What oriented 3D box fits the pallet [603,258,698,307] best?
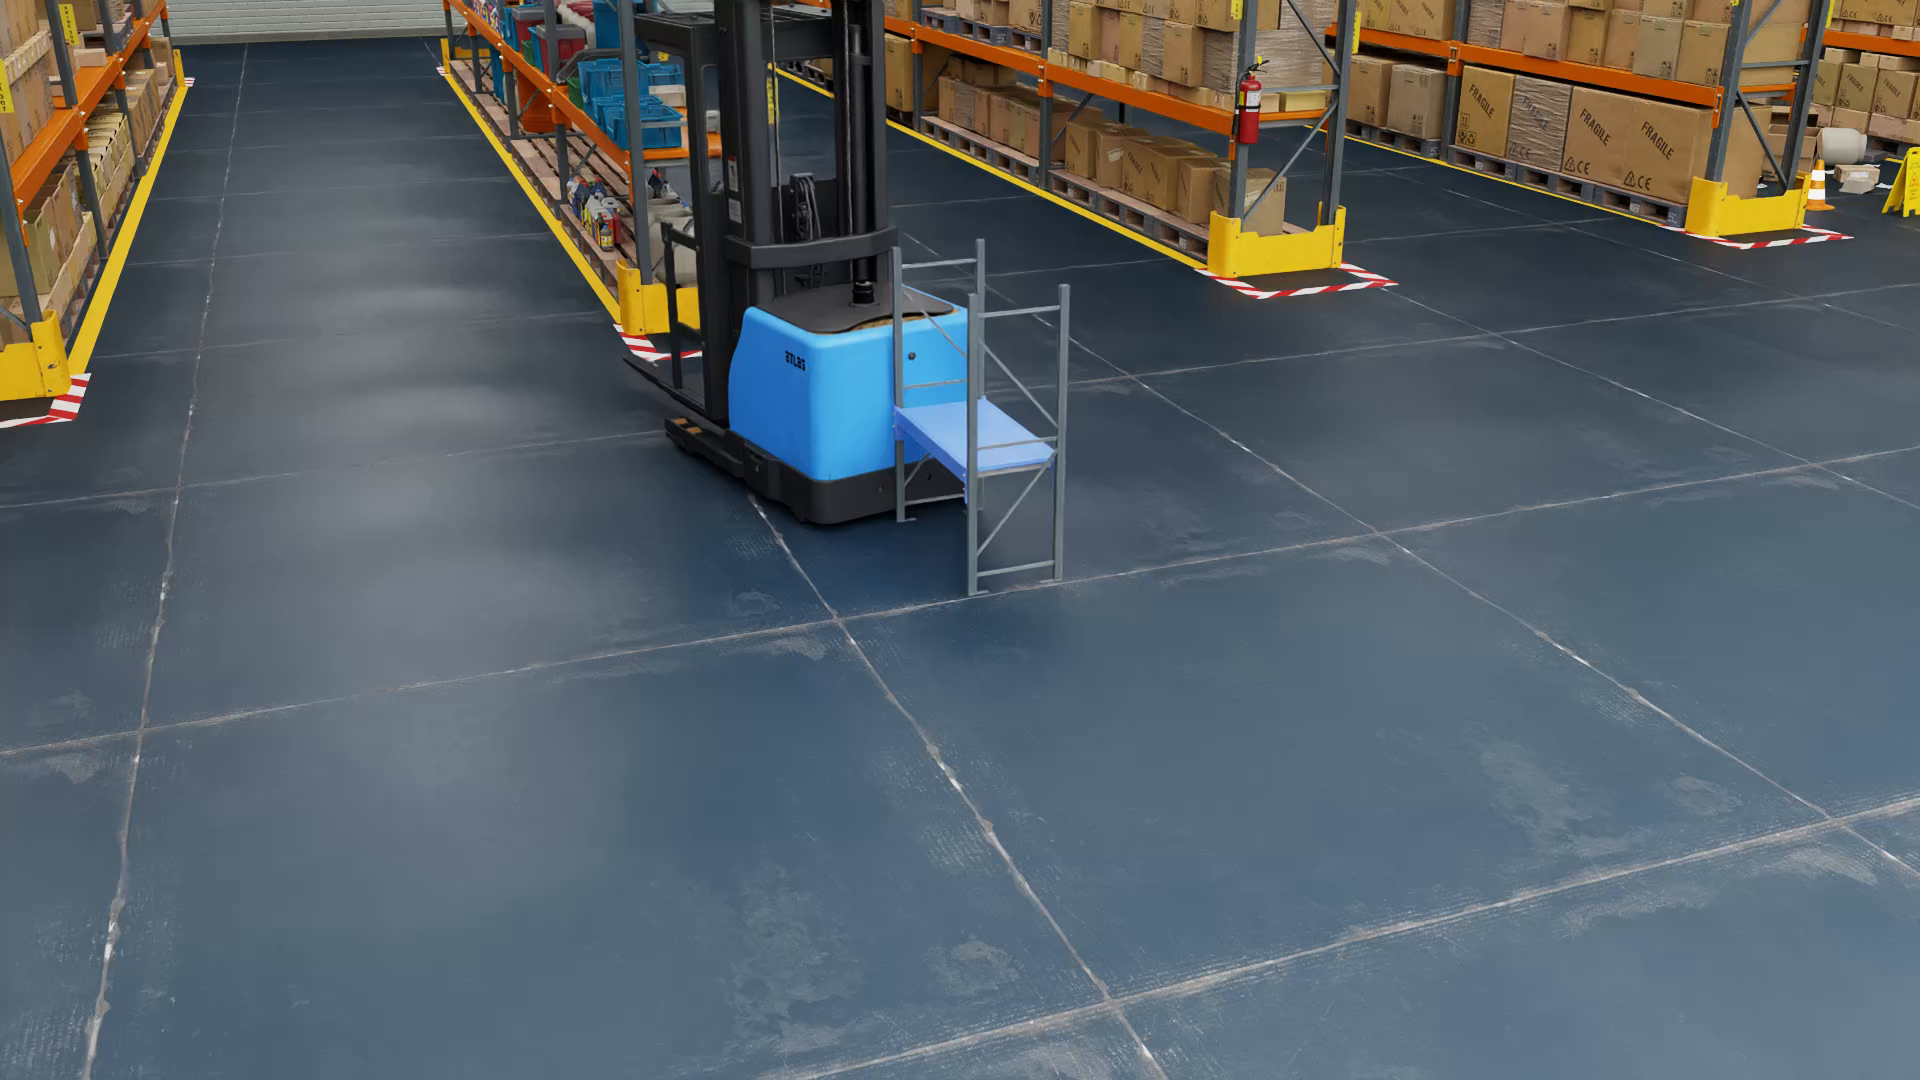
[{"bbox_3d":[-2.257,-2.045,13.331,1.003,0.211,1.213,-8,24,-19],"label":"pallet"}]

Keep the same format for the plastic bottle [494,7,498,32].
[{"bbox_3d":[-5.446,-6.148,19.641,0.097,0.271,0.097,0,23,0],"label":"plastic bottle"}]

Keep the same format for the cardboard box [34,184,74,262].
[{"bbox_3d":[-7.048,-2.378,12.563,0.500,0.500,0.500,-8,24,-19],"label":"cardboard box"}]

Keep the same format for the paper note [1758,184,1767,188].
[{"bbox_3d":[8.454,-3.755,17.622,0.144,0.017,0.142,0,23,-1],"label":"paper note"}]

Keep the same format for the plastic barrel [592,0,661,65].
[{"bbox_3d":[-3.170,-4.880,15.820,0.600,0.901,0.708,-8,24,-19],"label":"plastic barrel"}]

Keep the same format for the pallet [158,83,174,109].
[{"bbox_3d":[-11.455,-6.104,22.960,1.003,0.211,1.213,-8,24,-19],"label":"pallet"}]

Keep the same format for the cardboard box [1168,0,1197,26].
[{"bbox_3d":[2.122,-4.684,14.201,0.500,0.500,0.500,-8,24,-19],"label":"cardboard box"}]

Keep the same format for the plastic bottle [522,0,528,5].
[{"bbox_3d":[-5.582,-6.975,21.499,0.144,0.351,0.185,-8,24,-19],"label":"plastic bottle"}]

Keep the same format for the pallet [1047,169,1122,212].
[{"bbox_3d":[1.587,-3.622,17.072,1.003,0.211,1.213,-8,24,-19],"label":"pallet"}]

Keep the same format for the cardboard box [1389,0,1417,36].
[{"bbox_3d":[5.379,-6.173,19.404,0.500,0.500,0.500,-9,24,-20],"label":"cardboard box"}]

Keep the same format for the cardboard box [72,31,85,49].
[{"bbox_3d":[-9.278,-5.063,17.014,0.500,0.311,0.500,-7,24,-16],"label":"cardboard box"}]

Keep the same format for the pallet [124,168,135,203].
[{"bbox_3d":[-9.111,-3.652,17.144,1.003,0.211,1.213,-8,24,-19],"label":"pallet"}]

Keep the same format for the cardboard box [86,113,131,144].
[{"bbox_3d":[-8.950,-4.270,17.297,0.500,0.311,0.500,-8,24,-18],"label":"cardboard box"}]

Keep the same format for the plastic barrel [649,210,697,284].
[{"bbox_3d":[-2.208,-2.289,12.981,0.421,0.512,0.421,0,23,0],"label":"plastic barrel"}]

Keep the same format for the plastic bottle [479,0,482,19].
[{"bbox_3d":[-6.009,-6.759,21.085,0.152,0.276,0.135,-8,24,-19],"label":"plastic bottle"}]

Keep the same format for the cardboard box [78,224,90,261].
[{"bbox_3d":[-7.417,-2.393,13.566,0.500,0.250,0.500,-8,24,-19],"label":"cardboard box"}]

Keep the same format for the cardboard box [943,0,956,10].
[{"bbox_3d":[0.131,-6.648,19.993,0.500,0.500,0.500,-12,25,-25],"label":"cardboard box"}]

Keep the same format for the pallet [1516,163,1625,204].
[{"bbox_3d":[6.622,-3.774,17.432,1.003,0.211,1.213,-8,24,-19],"label":"pallet"}]

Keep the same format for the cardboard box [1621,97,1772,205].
[{"bbox_3d":[7.104,-3.788,16.071,0.875,0.875,0.875,-8,24,-19],"label":"cardboard box"}]

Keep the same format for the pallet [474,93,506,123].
[{"bbox_3d":[-5.910,-5.802,22.245,1.003,0.211,1.213,-8,24,-19],"label":"pallet"}]

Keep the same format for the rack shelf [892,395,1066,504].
[{"bbox_3d":[0.080,-0.472,8.402,0.538,0.185,1.000,-9,24,-20],"label":"rack shelf"}]

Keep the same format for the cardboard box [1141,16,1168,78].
[{"bbox_3d":[2.136,-4.432,14.892,0.875,0.500,0.500,-8,24,-19],"label":"cardboard box"}]

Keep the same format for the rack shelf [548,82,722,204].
[{"bbox_3d":[-2.611,-3.408,13.901,1.077,0.370,4.000,-8,24,-19],"label":"rack shelf"}]

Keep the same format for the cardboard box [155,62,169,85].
[{"bbox_3d":[-11.462,-6.571,23.452,0.500,0.250,0.500,-8,24,-19],"label":"cardboard box"}]

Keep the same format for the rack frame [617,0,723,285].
[{"bbox_3d":[-1.904,-3.013,12.037,1.000,3.000,0.127,-8,24,-19],"label":"rack frame"}]

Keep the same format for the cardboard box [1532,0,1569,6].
[{"bbox_3d":[6.456,-5.819,17.111,0.875,0.550,0.550,-8,24,-19],"label":"cardboard box"}]

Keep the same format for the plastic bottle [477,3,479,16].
[{"bbox_3d":[-6.157,-6.847,21.389,0.097,0.201,0.097,0,23,0],"label":"plastic bottle"}]

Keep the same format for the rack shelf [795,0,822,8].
[{"bbox_3d":[-2.216,-8.448,25.858,1.077,0.370,4.000,-8,24,-19],"label":"rack shelf"}]

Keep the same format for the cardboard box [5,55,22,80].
[{"bbox_3d":[-7.019,-3.411,12.016,0.380,0.149,0.250,-8,24,-18],"label":"cardboard box"}]

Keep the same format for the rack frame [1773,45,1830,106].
[{"bbox_3d":[10.587,-6.506,20.324,1.000,3.000,0.127,-8,24,-19],"label":"rack frame"}]

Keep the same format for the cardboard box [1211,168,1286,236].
[{"bbox_3d":[2.524,-2.964,14.597,0.500,0.500,0.500,-4,23,-9],"label":"cardboard box"}]

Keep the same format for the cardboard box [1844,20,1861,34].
[{"bbox_3d":[10.659,-6.055,19.577,0.380,0.149,0.250,-8,24,-19],"label":"cardboard box"}]

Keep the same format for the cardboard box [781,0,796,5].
[{"bbox_3d":[-2.301,-8.169,26.464,0.875,0.875,0.875,-8,24,-19],"label":"cardboard box"}]

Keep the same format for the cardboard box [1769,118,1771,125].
[{"bbox_3d":[8.673,-4.594,18.827,0.797,0.637,0.503,-8,24,-19],"label":"cardboard box"}]

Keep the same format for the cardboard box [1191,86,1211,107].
[{"bbox_3d":[2.211,-3.827,14.291,0.380,0.149,0.250,-8,24,-19],"label":"cardboard box"}]

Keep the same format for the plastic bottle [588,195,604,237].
[{"bbox_3d":[-3.138,-2.808,14.394,0.144,0.351,0.185,-7,24,-17],"label":"plastic bottle"}]

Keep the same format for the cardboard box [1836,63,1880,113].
[{"bbox_3d":[10.743,-5.334,19.576,0.500,0.500,0.500,-7,24,-17],"label":"cardboard box"}]

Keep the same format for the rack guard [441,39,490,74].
[{"bbox_3d":[-7.577,-7.682,26.332,1.175,0.500,0.348,-8,24,-19],"label":"rack guard"}]

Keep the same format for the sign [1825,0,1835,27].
[{"bbox_3d":[7.927,-4.846,15.169,0.100,0.325,0.005,-8,24,-19],"label":"sign"}]

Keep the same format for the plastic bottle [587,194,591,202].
[{"bbox_3d":[-3.267,-2.945,14.822,0.097,0.271,0.097,0,23,0],"label":"plastic bottle"}]

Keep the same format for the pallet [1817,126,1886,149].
[{"bbox_3d":[10.858,-4.982,20.298,1.003,0.211,1.213,-8,24,-19],"label":"pallet"}]

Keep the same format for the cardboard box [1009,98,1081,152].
[{"bbox_3d":[0.969,-4.599,18.451,0.700,0.500,0.500,-8,24,-19],"label":"cardboard box"}]

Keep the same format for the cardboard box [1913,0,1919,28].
[{"bbox_3d":[11.043,-5.947,18.485,0.500,0.500,0.500,-8,24,-18],"label":"cardboard box"}]

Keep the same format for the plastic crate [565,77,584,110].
[{"bbox_3d":[-3.102,-3.837,14.264,0.450,0.188,0.662,-8,24,-19],"label":"plastic crate"}]

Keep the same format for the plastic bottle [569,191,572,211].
[{"bbox_3d":[-3.579,-3.167,15.438,0.097,0.201,0.097,0,23,0],"label":"plastic bottle"}]

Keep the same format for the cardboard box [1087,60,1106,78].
[{"bbox_3d":[1.448,-4.545,15.996,0.380,0.149,0.250,-8,24,-19],"label":"cardboard box"}]

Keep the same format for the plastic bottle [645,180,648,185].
[{"bbox_3d":[-2.955,-3.234,15.406,0.144,0.351,0.185,-8,24,-19],"label":"plastic bottle"}]

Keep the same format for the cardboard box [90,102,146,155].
[{"bbox_3d":[-9.259,-4.497,18.210,0.500,0.500,0.500,-7,24,-17],"label":"cardboard box"}]

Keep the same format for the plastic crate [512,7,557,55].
[{"bbox_3d":[-4.446,-5.320,17.429,0.402,0.464,0.583,-8,24,-19],"label":"plastic crate"}]

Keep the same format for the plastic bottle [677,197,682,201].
[{"bbox_3d":[-2.481,-2.895,14.702,0.097,0.271,0.097,0,23,0],"label":"plastic bottle"}]

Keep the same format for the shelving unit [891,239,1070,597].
[{"bbox_3d":[0.080,-0.638,8.332,0.538,1.500,1.048,-9,24,-20],"label":"shelving unit"}]

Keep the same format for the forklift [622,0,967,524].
[{"bbox_3d":[-1.135,-1.954,9.611,1.130,2.935,3.031,-14,27,-31],"label":"forklift"}]

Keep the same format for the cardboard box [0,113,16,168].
[{"bbox_3d":[-6.883,-2.743,11.266,0.700,0.500,0.500,-8,24,-18],"label":"cardboard box"}]
